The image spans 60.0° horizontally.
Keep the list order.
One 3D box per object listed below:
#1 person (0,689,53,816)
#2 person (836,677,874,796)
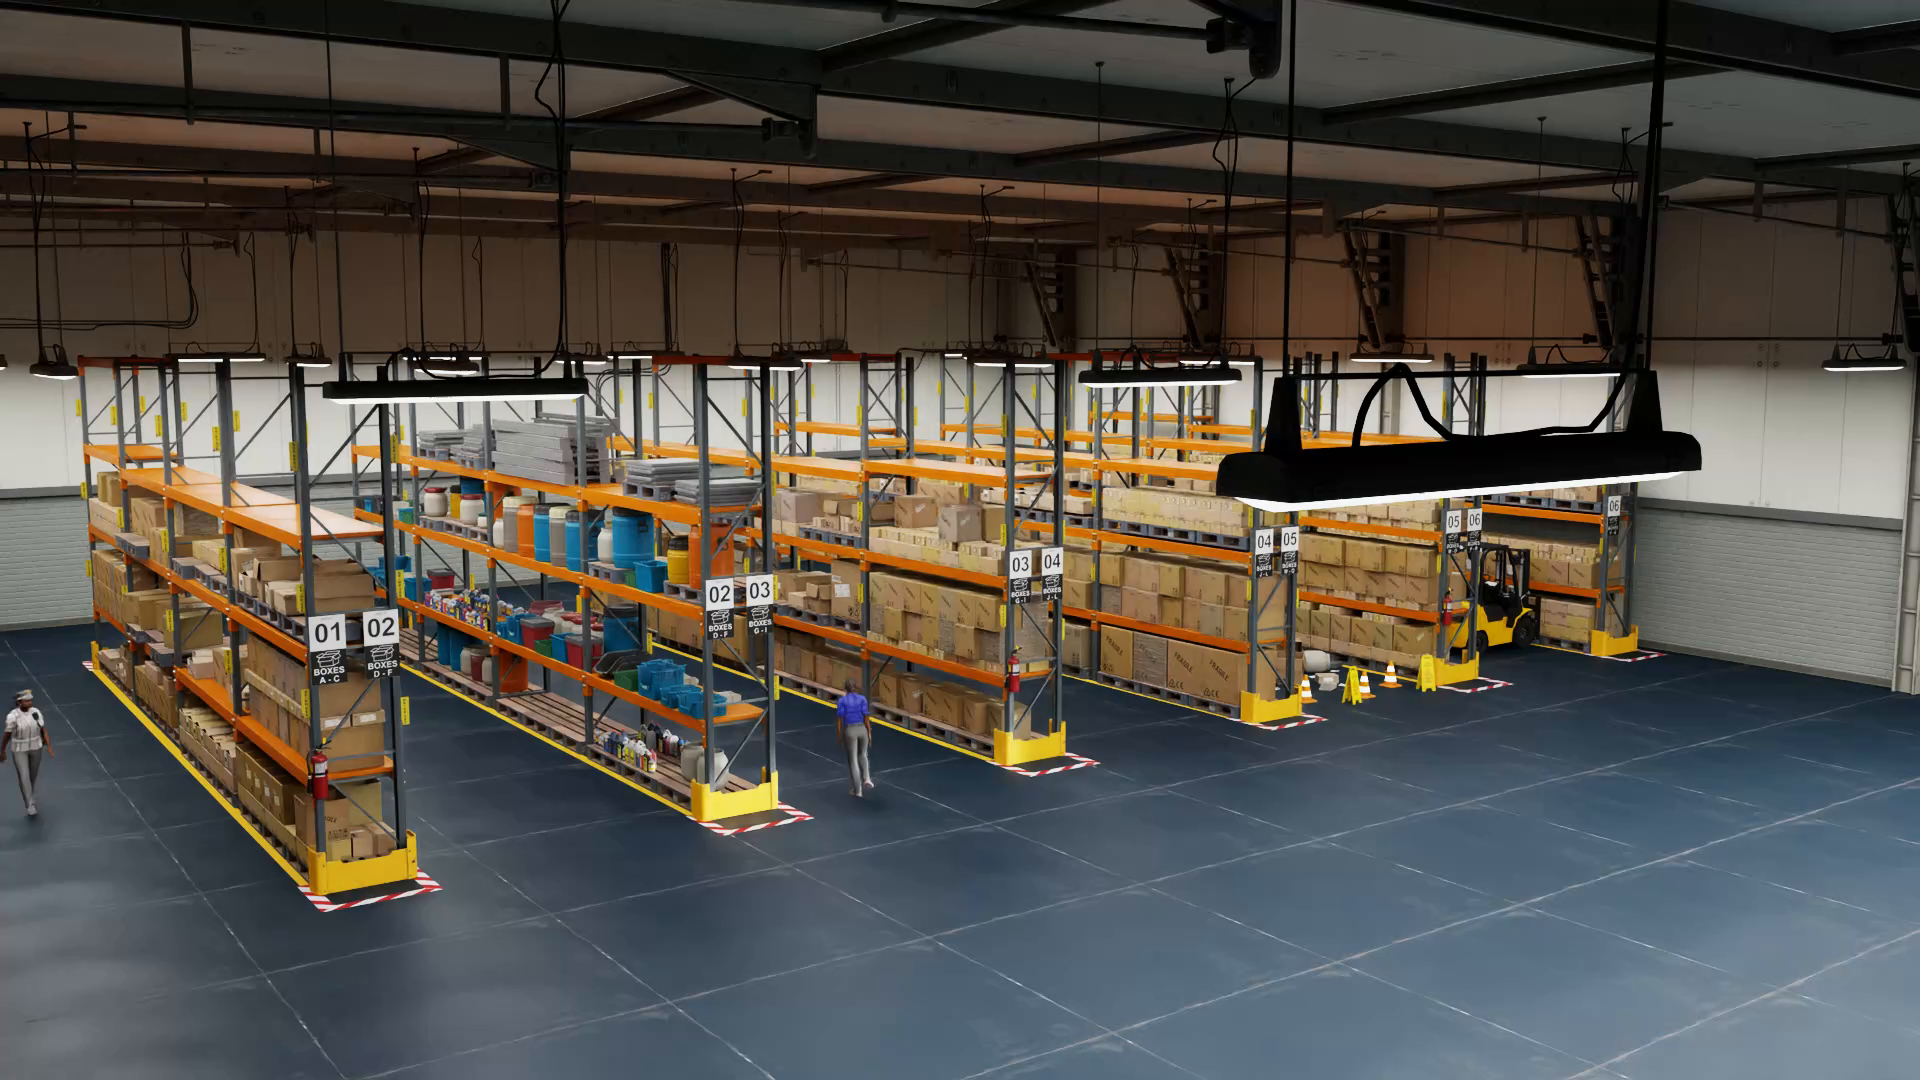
[{"bbox_3d":[-12.531,2.800,22.324,0.560,1.623,1.047,-7,10,-44],"label":"person"},{"bbox_3d":[-1.450,2.717,23.061,0.499,1.643,0.394,-3,8,-23],"label":"person"}]
